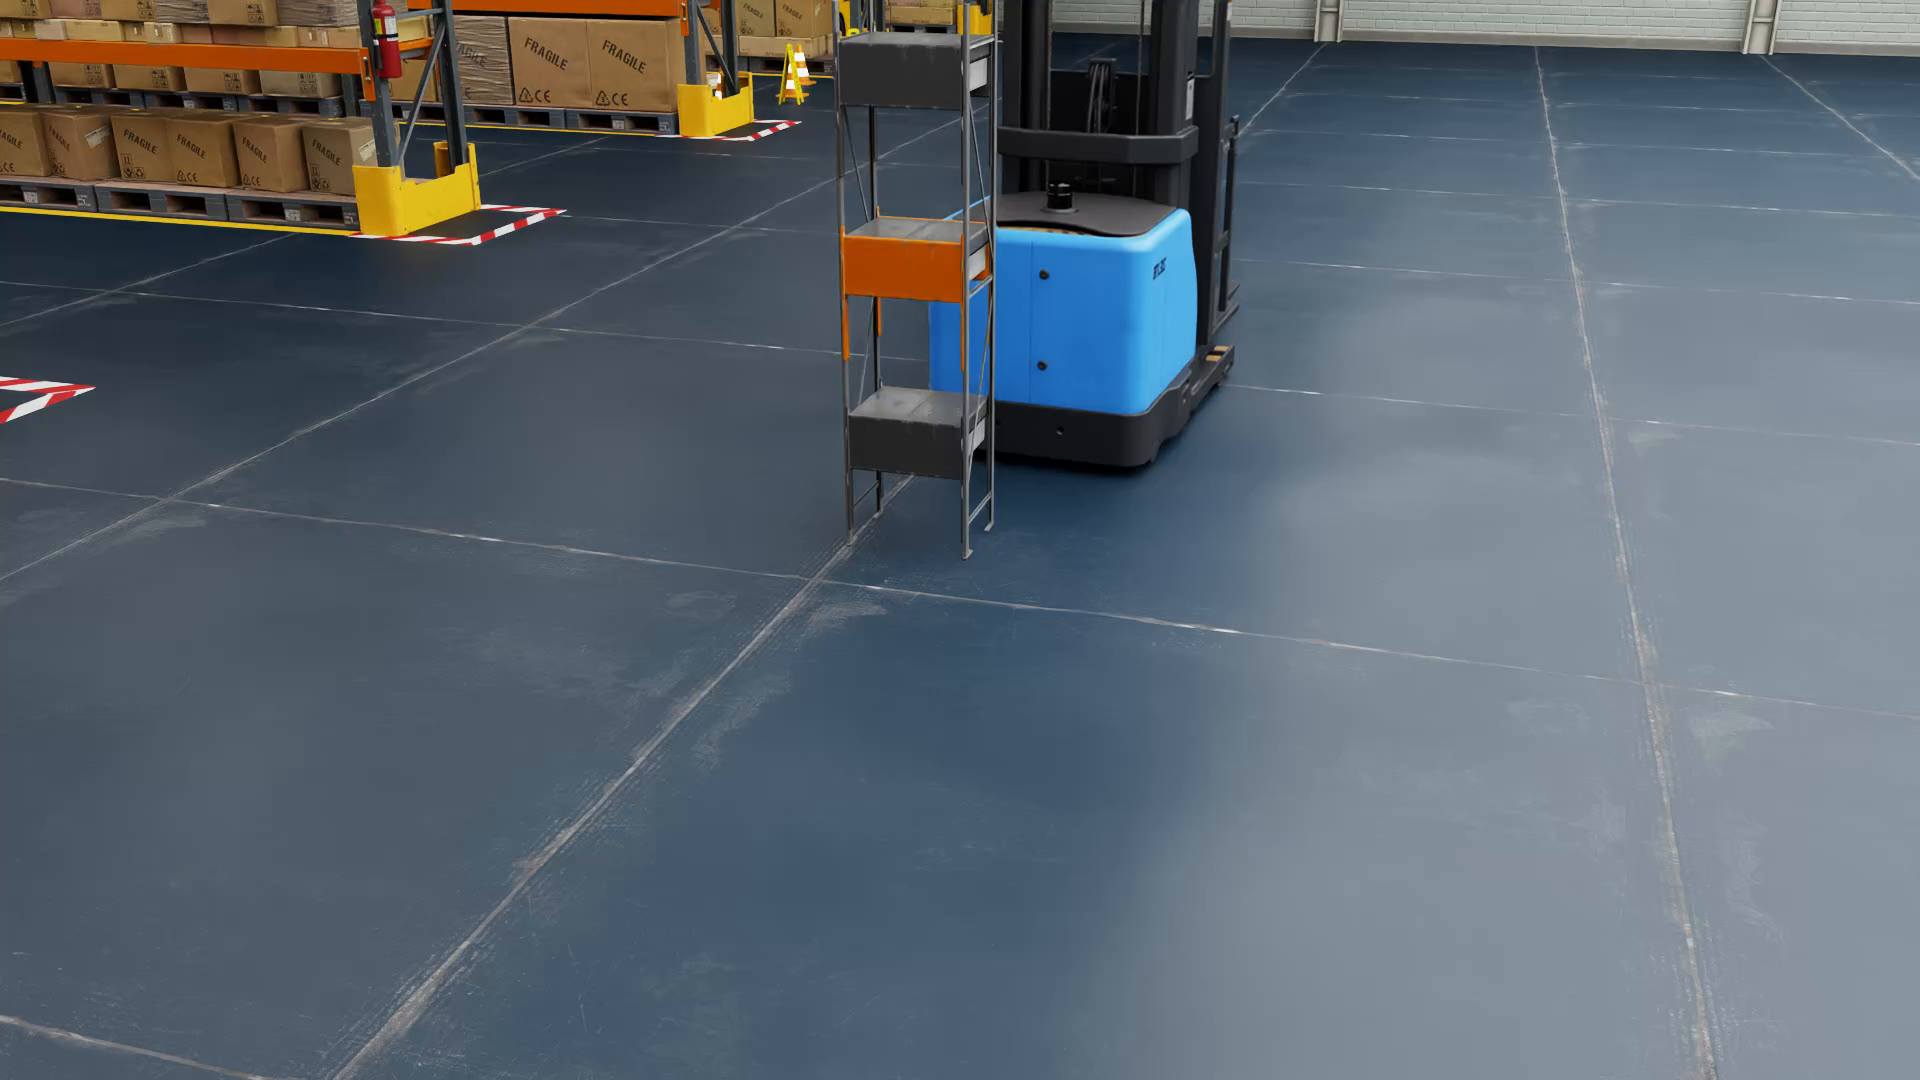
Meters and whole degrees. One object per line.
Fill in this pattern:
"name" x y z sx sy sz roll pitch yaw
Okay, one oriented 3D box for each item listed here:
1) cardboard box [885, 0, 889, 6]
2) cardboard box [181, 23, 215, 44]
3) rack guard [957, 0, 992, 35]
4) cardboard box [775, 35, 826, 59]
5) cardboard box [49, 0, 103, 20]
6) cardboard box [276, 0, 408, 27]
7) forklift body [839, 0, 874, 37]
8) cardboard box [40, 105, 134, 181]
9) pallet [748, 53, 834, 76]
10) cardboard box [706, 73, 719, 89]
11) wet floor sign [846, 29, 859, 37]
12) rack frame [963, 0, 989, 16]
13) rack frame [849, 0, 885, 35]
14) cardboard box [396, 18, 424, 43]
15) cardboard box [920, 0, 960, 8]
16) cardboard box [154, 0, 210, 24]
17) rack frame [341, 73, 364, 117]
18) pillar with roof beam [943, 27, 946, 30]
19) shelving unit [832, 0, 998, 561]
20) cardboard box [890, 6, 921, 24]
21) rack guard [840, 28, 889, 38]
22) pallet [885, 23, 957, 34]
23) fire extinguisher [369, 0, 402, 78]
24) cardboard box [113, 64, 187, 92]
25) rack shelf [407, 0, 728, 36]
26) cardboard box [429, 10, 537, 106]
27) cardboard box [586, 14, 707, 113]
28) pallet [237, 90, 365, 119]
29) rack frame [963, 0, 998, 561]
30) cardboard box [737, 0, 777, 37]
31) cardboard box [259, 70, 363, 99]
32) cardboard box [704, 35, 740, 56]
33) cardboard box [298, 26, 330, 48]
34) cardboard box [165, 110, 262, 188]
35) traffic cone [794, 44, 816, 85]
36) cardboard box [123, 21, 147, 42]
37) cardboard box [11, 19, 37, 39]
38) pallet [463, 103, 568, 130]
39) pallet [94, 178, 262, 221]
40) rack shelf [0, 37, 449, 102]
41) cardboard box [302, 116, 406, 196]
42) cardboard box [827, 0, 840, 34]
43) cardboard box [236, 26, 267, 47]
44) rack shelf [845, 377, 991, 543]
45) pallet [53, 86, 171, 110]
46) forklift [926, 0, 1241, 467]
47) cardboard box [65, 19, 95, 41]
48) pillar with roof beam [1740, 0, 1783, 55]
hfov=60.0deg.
"cardboard box" -1.280 -8.434 25.790 0.500 0.250 0.500 6 23 14
"cardboard box" -5.573 -3.800 12.412 0.250 0.149 0.380 7 23 16
"rack guard" 0.276 -8.074 25.795 0.348 0.500 1.175 7 23 16
"cardboard box" -2.051 -6.345 21.355 0.500 0.250 0.500 6 23 15
"cardboard box" -6.480 -4.293 12.761 0.500 0.500 0.875 7 23 16
"cardboard box" -4.558 -4.083 12.247 0.500 0.500 0.875 7 23 16
"forklift body" -2.089 -8.385 24.379 1.214 2.155 2.313 7 23 16
"cardboard box" -6.947 -3.187 13.326 0.500 0.500 0.500 15 27 32
"pallet" -2.017 -6.249 21.727 1.213 0.211 1.003 7 23 16
"cardboard box" -3.015 -5.520 20.031 0.380 0.149 0.250 -20 29 -39
"wet floor sign" -1.304 -5.930 20.377 0.232 0.644 0.267 16 27 34
"rack frame" 0.253 -9.233 25.327 0.127 3.000 1.000 7 23 16
"rack frame" -1.177 -7.429 20.929 0.127 3.000 1.000 7 23 16
"cardboard box" -4.243 -3.830 12.486 0.250 0.149 0.380 7 23 16
"cardboard box" -0.303 -8.326 25.527 0.500 0.250 0.500 6 23 15
"cardboard box" -5.538 -4.165 12.446 0.500 0.500 0.875 7 23 16
"rack frame" -6.339 -6.058 17.587 0.127 3.000 1.000 7 23 16
"pillar with roof beam" -1.396 -10.848 21.359 0.400 9.000 9.100 7 23 16
"shelving unit" -0.158 -0.990 6.416 0.503 2.100 0.431 7 23 16
"cardboard box" -0.761 -8.150 25.756 0.500 0.250 0.500 7 23 15
"rack guard" -1.250 -6.281 21.424 0.348 0.500 1.175 7 23 16
"pallet" -0.491 -8.012 26.023 1.213 0.211 1.003 7 23 16
"fire extinguisher" -4.063 -3.613 11.727 0.183 0.674 0.296 7 23 16
"cardboard box" -8.774 -5.456 18.530 0.750 0.750 1.050 7 23 16
"rack shelf" -4.425 -5.506 17.189 4.000 0.370 1.077 7 23 16
"cardboard box" -4.894 -5.078 17.443 0.875 0.875 0.875 7 23 16
"cardboard box" -3.178 -4.881 16.964 0.875 0.875 0.875 7 23 16
"pallet" -7.100 -4.825 18.255 1.213 0.211 1.003 7 23 16
"rack frame" 0.075 -0.963 6.351 0.015 2.100 0.400 7 23 16
"cardboard box" -2.520 -6.747 21.348 0.500 0.500 0.500 7 23 17
"cardboard box" -6.960 -5.247 18.020 0.750 0.750 1.050 6 23 15
"cardboard box" -3.025 -6.457 21.629 0.500 0.250 0.500 6 23 14
"cardboard box" -4.611 -3.696 12.160 0.250 0.149 0.380 7 23 16
"cardboard box" -5.809 -3.070 13.041 0.500 0.500 0.500 9 24 20
"traffic cone" -1.961 -5.834 20.383 0.334 0.463 0.336 7 23 16
"cardboard box" -6.058 -3.848 12.528 0.250 0.149 0.380 7 23 16
"cardboard box" -7.025 -3.945 12.765 0.250 0.149 0.380 7 23 16
"pallet" -4.462 -4.523 17.519 1.213 0.211 1.003 7 23 15
"pallet" -6.044 -2.783 13.277 1.213 0.211 1.003 7 23 16
"rack shelf" -5.954 -3.715 12.822 4.000 0.370 1.077 7 23 16
"cardboard box" -4.632 -2.941 12.728 0.500 0.500 0.500 11 25 25
"cardboard box" -1.892 -6.890 21.695 0.500 0.500 0.500 6 23 14
"cardboard box" -5.100 -3.738 12.261 0.250 0.149 0.380 7 23 16
"rack shelf" -0.158 -0.329 6.687 0.480 0.518 0.431 7 23 16
"pallet" -9.436 -5.093 18.907 1.213 0.211 1.003 7 23 16
"forklift" 0.833 -2.209 8.293 1.130 2.935 3.031 8 24 19
"cardboard box" -6.546 -3.890 12.632 0.250 0.149 0.380 7 23 16
"pillar with roof beam" 10.092 -9.533 18.152 0.400 9.000 9.100 7 23 16
